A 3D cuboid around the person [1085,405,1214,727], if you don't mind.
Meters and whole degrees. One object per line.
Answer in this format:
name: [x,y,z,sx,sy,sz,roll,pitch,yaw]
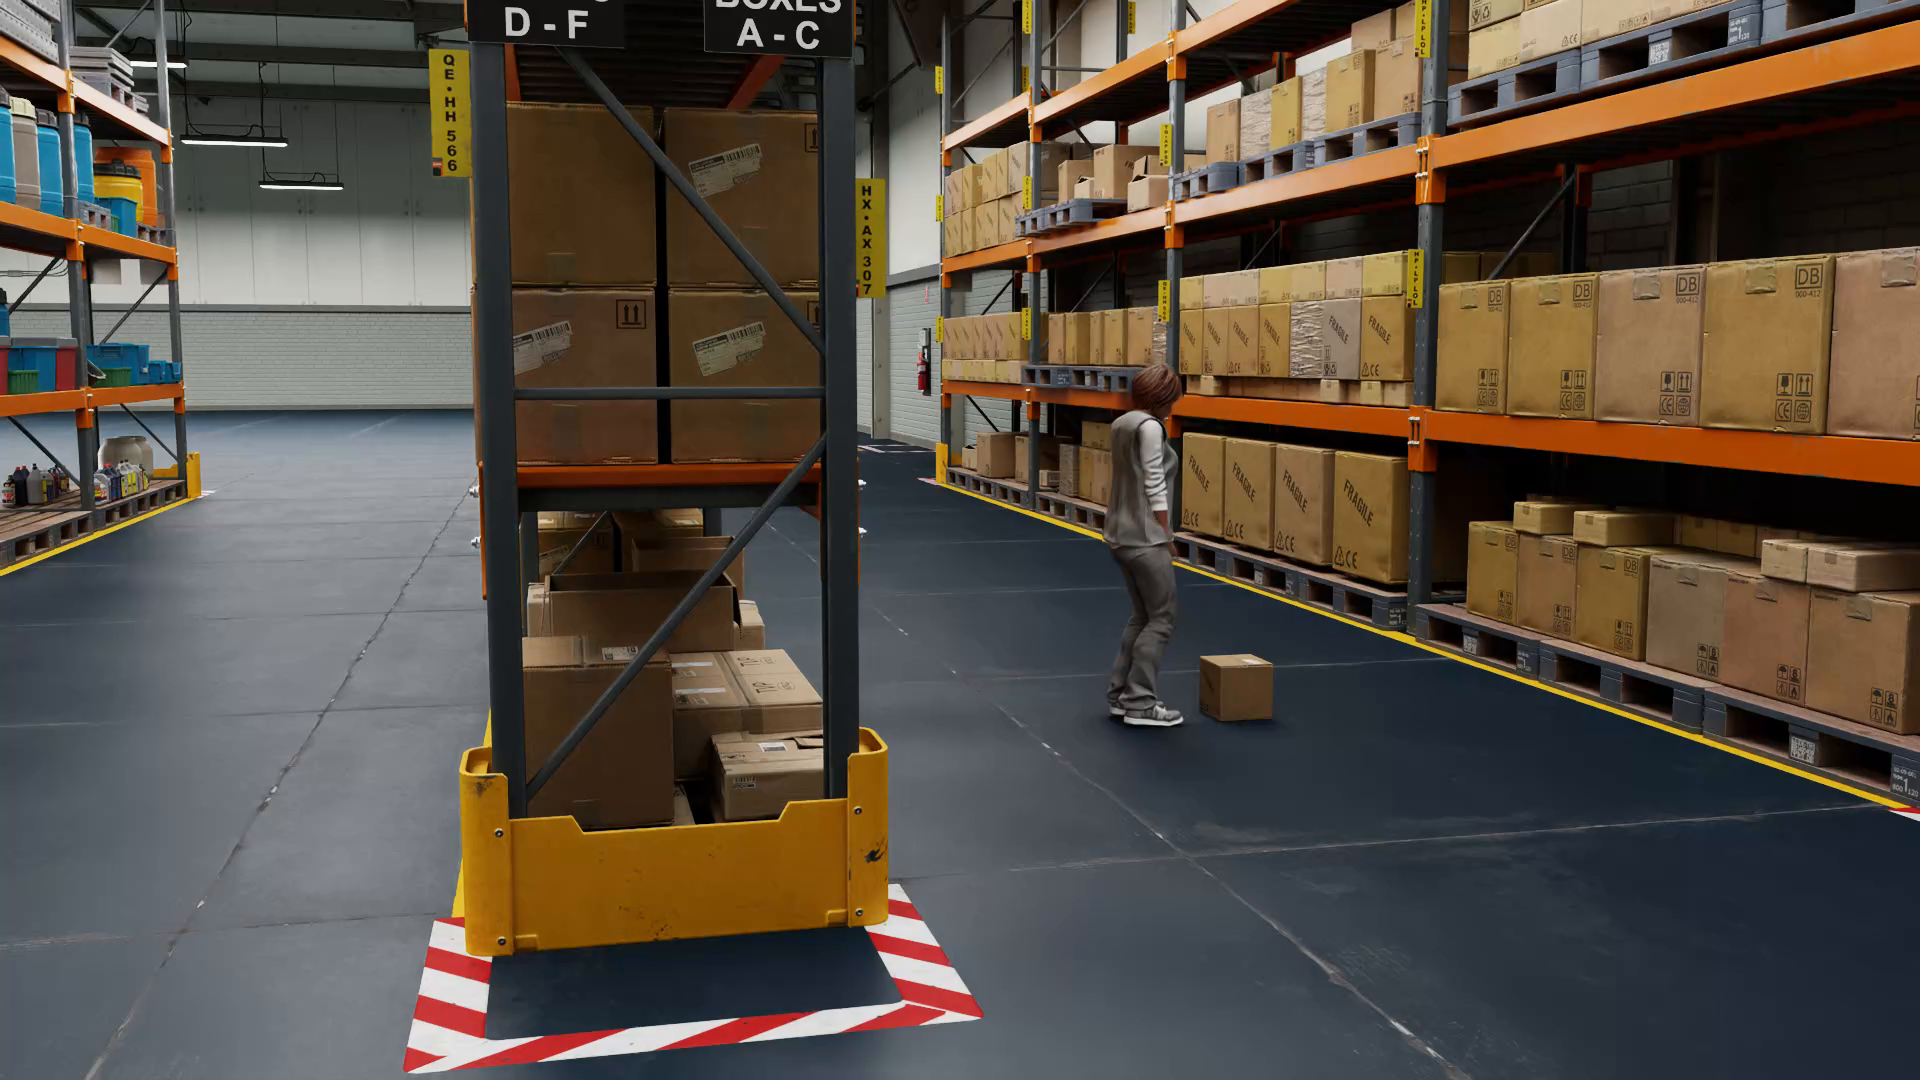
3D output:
person: [0.836,0.114,7.349,0.581,1.385,0.458,-1,7,-13]
